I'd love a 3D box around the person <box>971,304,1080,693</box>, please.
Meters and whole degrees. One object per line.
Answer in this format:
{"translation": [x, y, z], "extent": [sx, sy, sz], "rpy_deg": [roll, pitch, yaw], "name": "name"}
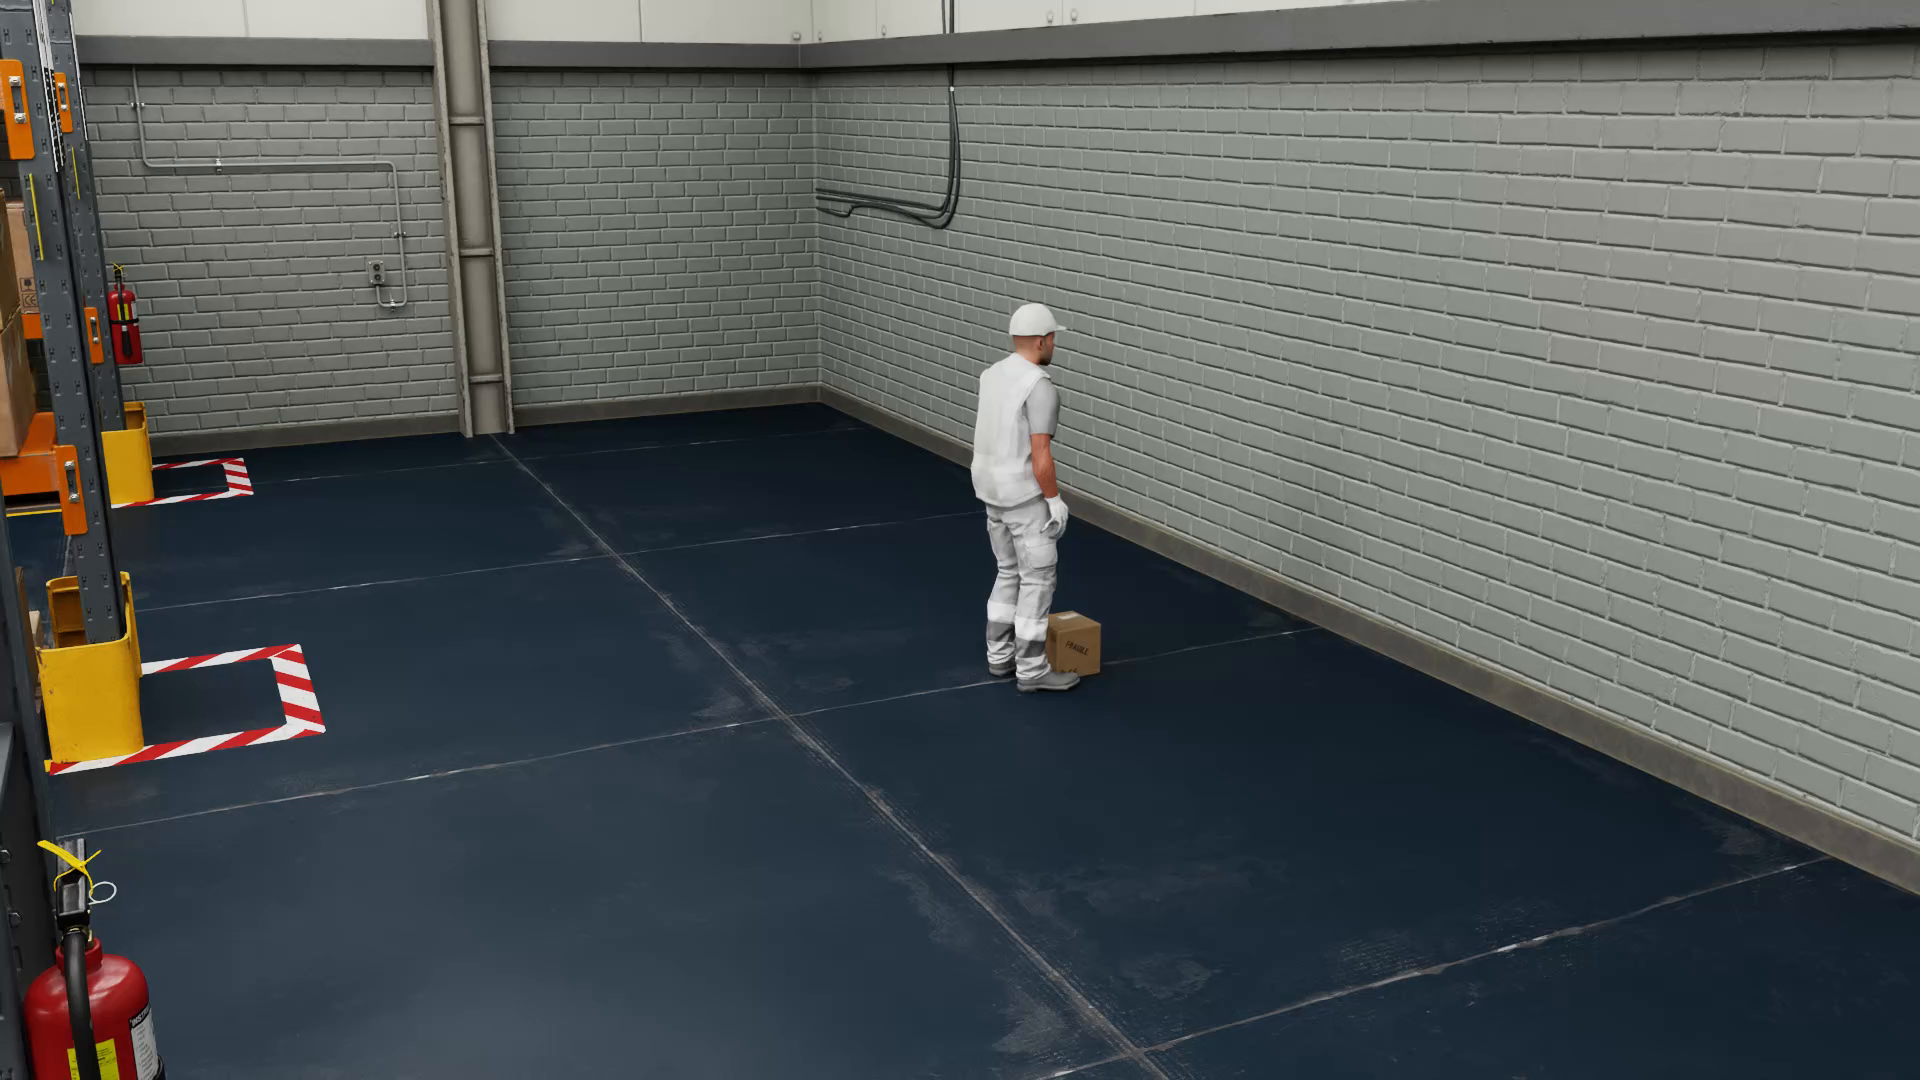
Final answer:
{"translation": [0.298, -0.203, 7.747], "extent": [0.451, 1.778, 0.612], "rpy_deg": [-8, 17, -28], "name": "person"}
